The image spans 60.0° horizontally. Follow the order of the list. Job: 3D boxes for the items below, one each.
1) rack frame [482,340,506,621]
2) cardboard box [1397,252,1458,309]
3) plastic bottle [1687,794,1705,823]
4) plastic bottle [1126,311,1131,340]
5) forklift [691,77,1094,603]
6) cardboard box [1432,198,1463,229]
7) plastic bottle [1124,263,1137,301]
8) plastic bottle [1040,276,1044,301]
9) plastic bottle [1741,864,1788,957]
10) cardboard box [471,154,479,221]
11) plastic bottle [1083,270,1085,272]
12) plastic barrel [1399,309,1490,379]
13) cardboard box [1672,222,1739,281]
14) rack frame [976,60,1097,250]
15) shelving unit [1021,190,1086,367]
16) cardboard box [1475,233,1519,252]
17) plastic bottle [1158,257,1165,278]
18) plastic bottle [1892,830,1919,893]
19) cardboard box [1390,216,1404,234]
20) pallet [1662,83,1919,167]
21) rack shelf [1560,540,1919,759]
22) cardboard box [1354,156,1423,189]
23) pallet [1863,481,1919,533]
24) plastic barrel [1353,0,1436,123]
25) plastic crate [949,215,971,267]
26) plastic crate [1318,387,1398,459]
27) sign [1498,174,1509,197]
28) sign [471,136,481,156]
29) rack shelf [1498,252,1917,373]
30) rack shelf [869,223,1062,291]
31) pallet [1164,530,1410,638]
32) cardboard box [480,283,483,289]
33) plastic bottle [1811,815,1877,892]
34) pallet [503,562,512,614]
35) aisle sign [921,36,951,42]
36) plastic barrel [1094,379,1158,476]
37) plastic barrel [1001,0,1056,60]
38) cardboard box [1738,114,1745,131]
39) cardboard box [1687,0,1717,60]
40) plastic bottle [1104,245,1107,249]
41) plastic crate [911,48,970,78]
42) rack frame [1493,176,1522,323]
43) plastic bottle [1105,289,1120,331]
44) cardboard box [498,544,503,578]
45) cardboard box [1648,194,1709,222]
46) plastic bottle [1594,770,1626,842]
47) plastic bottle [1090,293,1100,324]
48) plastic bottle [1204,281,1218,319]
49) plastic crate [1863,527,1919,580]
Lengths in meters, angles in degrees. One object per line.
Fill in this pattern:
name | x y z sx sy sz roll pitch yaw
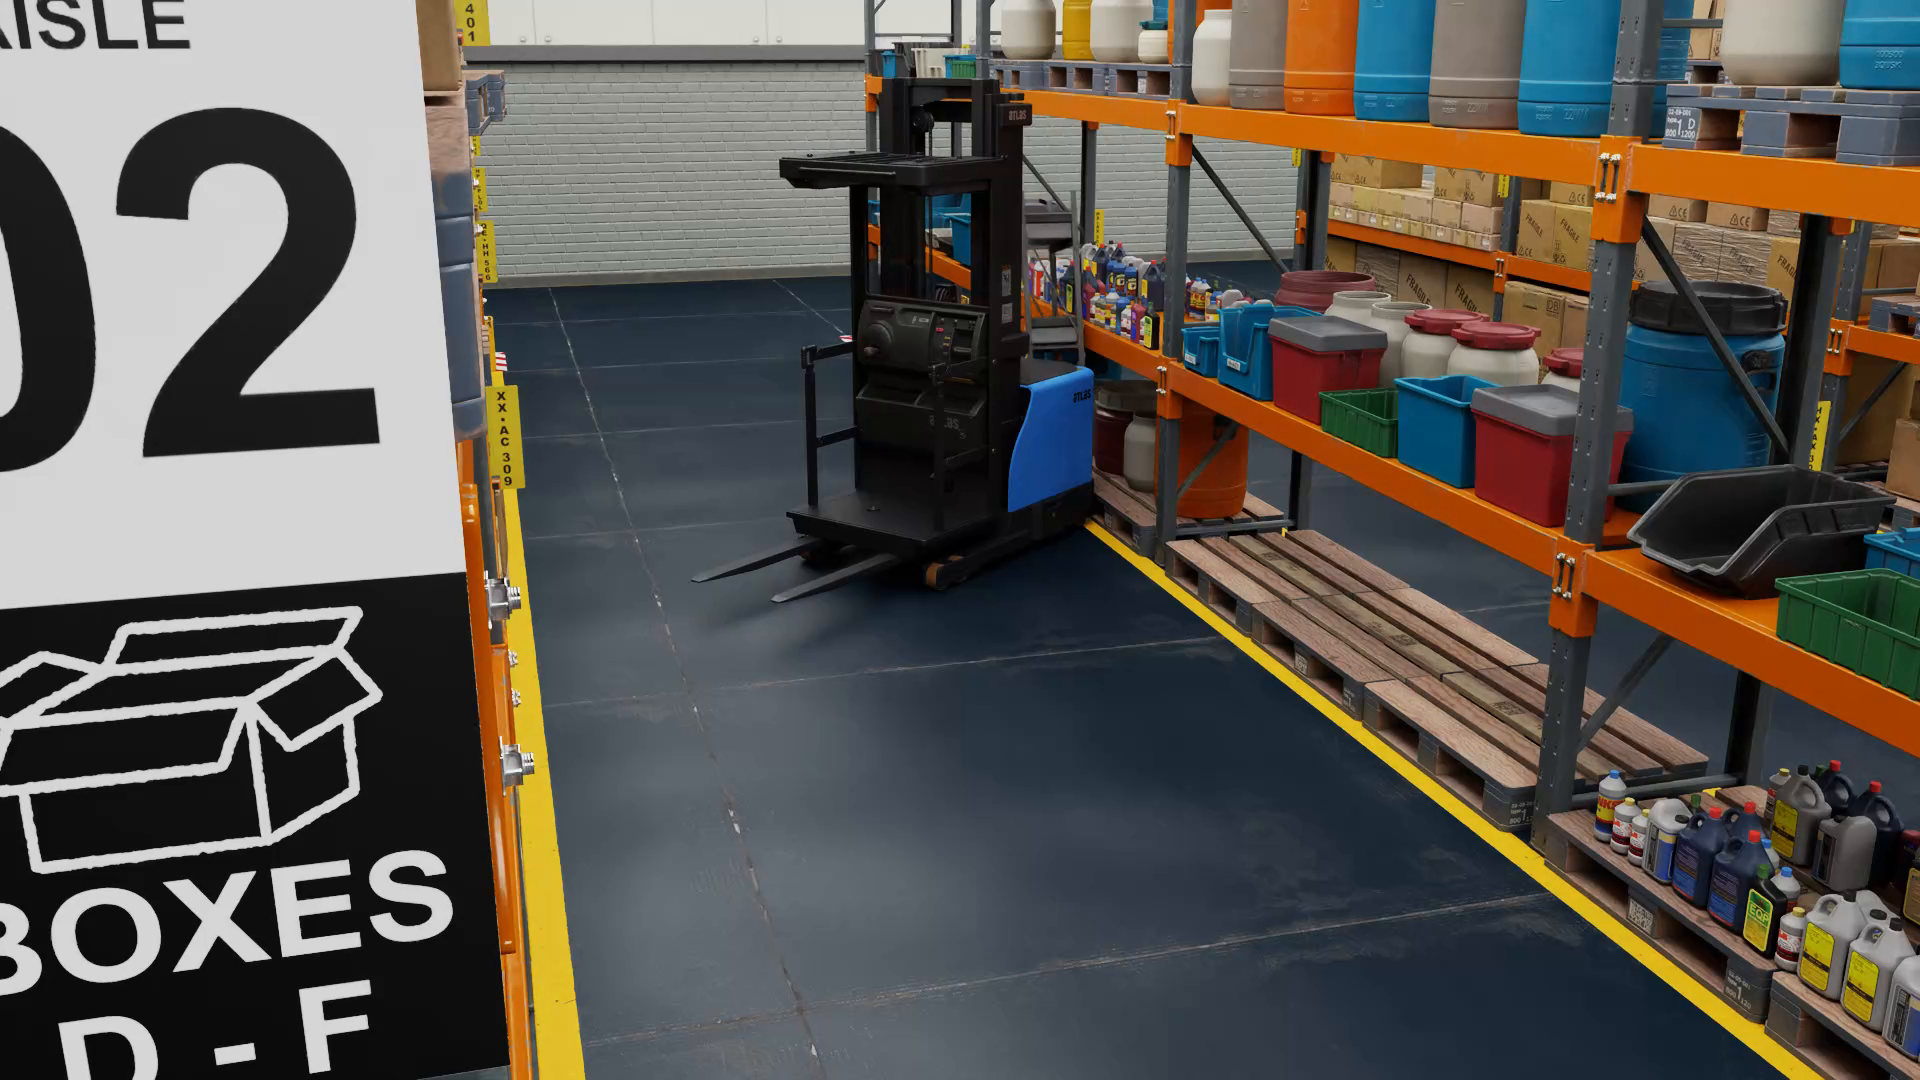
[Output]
rack frame | -3.042 -0.925 8.818 1.000 3.000 0.127 -5 17 -15
cardboard box | 5.033 -2.435 16.808 0.875 0.875 0.875 -5 17 -15
plastic bottle | 2.705 1.082 6.092 0.061 0.283 0.133 -5 17 -15
plastic bottle | 1.123 -1.396 10.731 0.097 0.201 0.097 0 17 0
forklift | -0.367 -1.259 10.048 1.130 2.935 3.031 12 20 34
cardboard box | 4.867 -3.129 15.898 0.500 0.250 0.500 -4 17 -14
plastic bottle | 1.267 -1.920 12.354 0.097 0.271 0.097 0 17 0
plastic bottle | 0.643 -1.879 12.337 0.097 0.201 0.097 0 17 0
plastic bottle | 2.701 1.238 5.573 0.061 0.283 0.133 -4 17 -13
cardboard box | -4.000 -2.711 12.851 0.500 0.500 0.500 -4 17 -14
plastic bottle | 0.899 -1.806 11.972 0.097 0.271 0.097 0 17 0
plastic barrel | 2.449 -0.879 8.428 0.433 0.535 0.433 0 17 0
cardboard box | 5.833 -2.154 12.735 0.500 0.500 0.500 -5 18 -17
rack frame | 0.623 -2.422 13.802 1.000 3.000 0.127 -5 17 -15
shelving unit | 0.578 -1.310 11.463 0.431 2.100 0.503 -4 4 -16
cardboard box | 4.986 -2.752 15.336 0.380 0.149 0.250 -5 17 -15
plastic bottle | 1.493 -1.866 12.034 0.144 0.351 0.185 -5 17 -15
plastic bottle | 3.413 1.131 5.930 0.061 0.283 0.133 -4 17 -12
cardboard box | 4.564 -3.178 16.754 0.380 0.149 0.250 -4 17 -14
pallet | 3.113 -1.364 5.392 1.213 0.211 1.003 -5 17 -15
rack shelf | 3.371 0.688 4.697 1.077 0.370 4.000 -5 17 -15
cardboard box | 4.443 -3.915 17.211 0.500 0.500 0.500 -5 17 -17
pallet | 6.697 -0.156 11.103 1.003 0.211 1.213 -5 17 -15
plastic barrel | 2.113 -2.371 7.547 0.600 0.901 0.708 -5 17 -15
plastic crate | 0.166 -2.546 14.136 0.392 0.384 0.575 -5 17 -15
plastic crate | 2.071 -0.567 7.995 0.450 0.188 0.662 -5 17 -15
sign | 4.852 -3.222 14.822 0.100 0.325 0.005 -5 17 -15
sign | -4.701 -3.882 16.101 0.100 0.325 0.005 -5 17 -15
rack shelf | 5.934 -1.916 13.367 1.077 0.370 4.000 -5 17 -15
rack shelf | 0.073 -2.631 15.747 1.077 0.370 4.000 -5 17 -15
pallet | 1.897 0.237 9.796 1.003 0.211 1.213 -5 17 -15
cardboard box | -4.019 -2.242 13.028 0.500 0.500 0.500 -4 17 -14
plastic bottle | 3.192 1.111 6.008 0.152 0.276 0.135 -5 17 -15
pallet | -3.211 0.201 9.917 1.003 0.211 1.213 -5 17 -15
aisle sign | -0.215 -4.817 17.255 0.394 0.787 0.004 -5 17 -15
plastic barrel | 1.261 -0.808 11.891 0.600 0.588 0.708 -5 17 -15
plastic barrel | 0.526 -3.960 12.740 0.433 0.535 0.433 0 17 0
cardboard box | 9.095 -4.669 18.854 0.500 0.500 0.500 -4 17 -14
cardboard box | 5.902 -3.958 12.791 0.797 0.503 0.637 -5 17 -16
plastic bottle | 1.149 -2.223 13.340 0.061 0.283 0.133 -5 17 -15
plastic crate | -0.164 -4.271 14.949 0.437 0.282 0.530 -5 17 -15
rack frame | 5.385 -2.814 15.106 1.000 3.000 0.127 -5 17 -15
plastic bottle | 1.016 -1.537 11.079 0.097 0.271 0.097 0 17 0
cardboard box | -2.512 0.191 8.178 0.500 0.311 0.500 -5 17 -16
cardboard box | 5.932 -2.805 13.158 0.797 0.503 0.637 -4 17 -13
plastic bottle | 2.487 1.009 6.356 0.097 0.271 0.097 0 17 0
plastic bottle | 0.936 -1.585 11.358 0.097 0.201 0.097 0 17 0
plastic bottle | 1.730 -1.638 11.393 0.061 0.283 0.133 -5 17 -15
plastic crate | 3.386 0.146 5.509 0.499 0.251 0.616 -5 17 -15
